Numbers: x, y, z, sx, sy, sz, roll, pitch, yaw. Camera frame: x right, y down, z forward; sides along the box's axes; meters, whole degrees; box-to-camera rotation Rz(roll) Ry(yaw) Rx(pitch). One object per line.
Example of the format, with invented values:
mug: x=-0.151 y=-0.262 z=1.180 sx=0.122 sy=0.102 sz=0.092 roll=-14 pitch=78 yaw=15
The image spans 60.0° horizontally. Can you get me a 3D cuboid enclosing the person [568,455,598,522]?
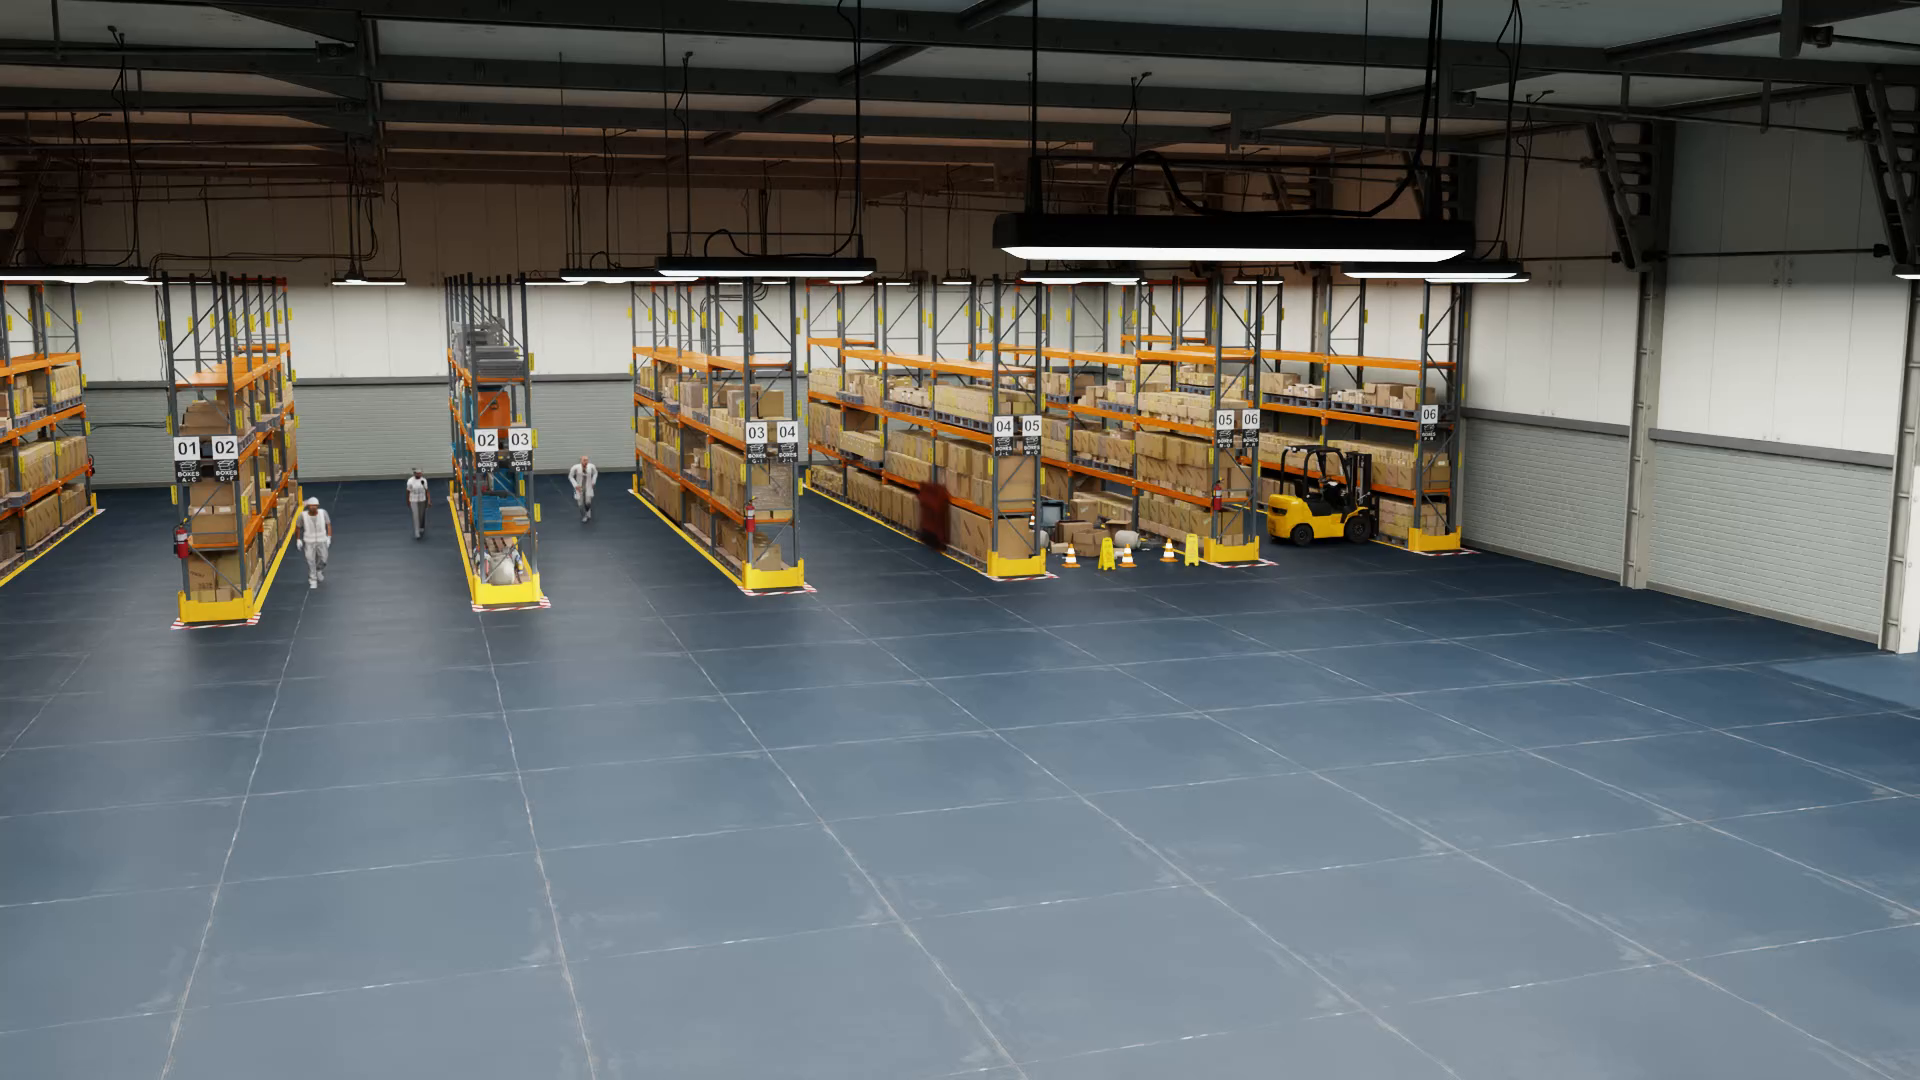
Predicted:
person: x=-9.284 y=-1.272 z=40.999 sx=0.703 sy=1.676 sz=0.675 roll=-2 pitch=9 yaw=-11

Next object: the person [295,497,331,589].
person: x=-12.501 y=0.025 z=32.137 sx=0.635 sy=1.760 sz=0.703 roll=-5 pitch=10 yaw=-30

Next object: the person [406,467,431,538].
person: x=-12.570 y=-0.909 z=38.608 sx=0.540 sy=1.615 sz=1.033 roll=-3 pitch=9 yaw=-20
